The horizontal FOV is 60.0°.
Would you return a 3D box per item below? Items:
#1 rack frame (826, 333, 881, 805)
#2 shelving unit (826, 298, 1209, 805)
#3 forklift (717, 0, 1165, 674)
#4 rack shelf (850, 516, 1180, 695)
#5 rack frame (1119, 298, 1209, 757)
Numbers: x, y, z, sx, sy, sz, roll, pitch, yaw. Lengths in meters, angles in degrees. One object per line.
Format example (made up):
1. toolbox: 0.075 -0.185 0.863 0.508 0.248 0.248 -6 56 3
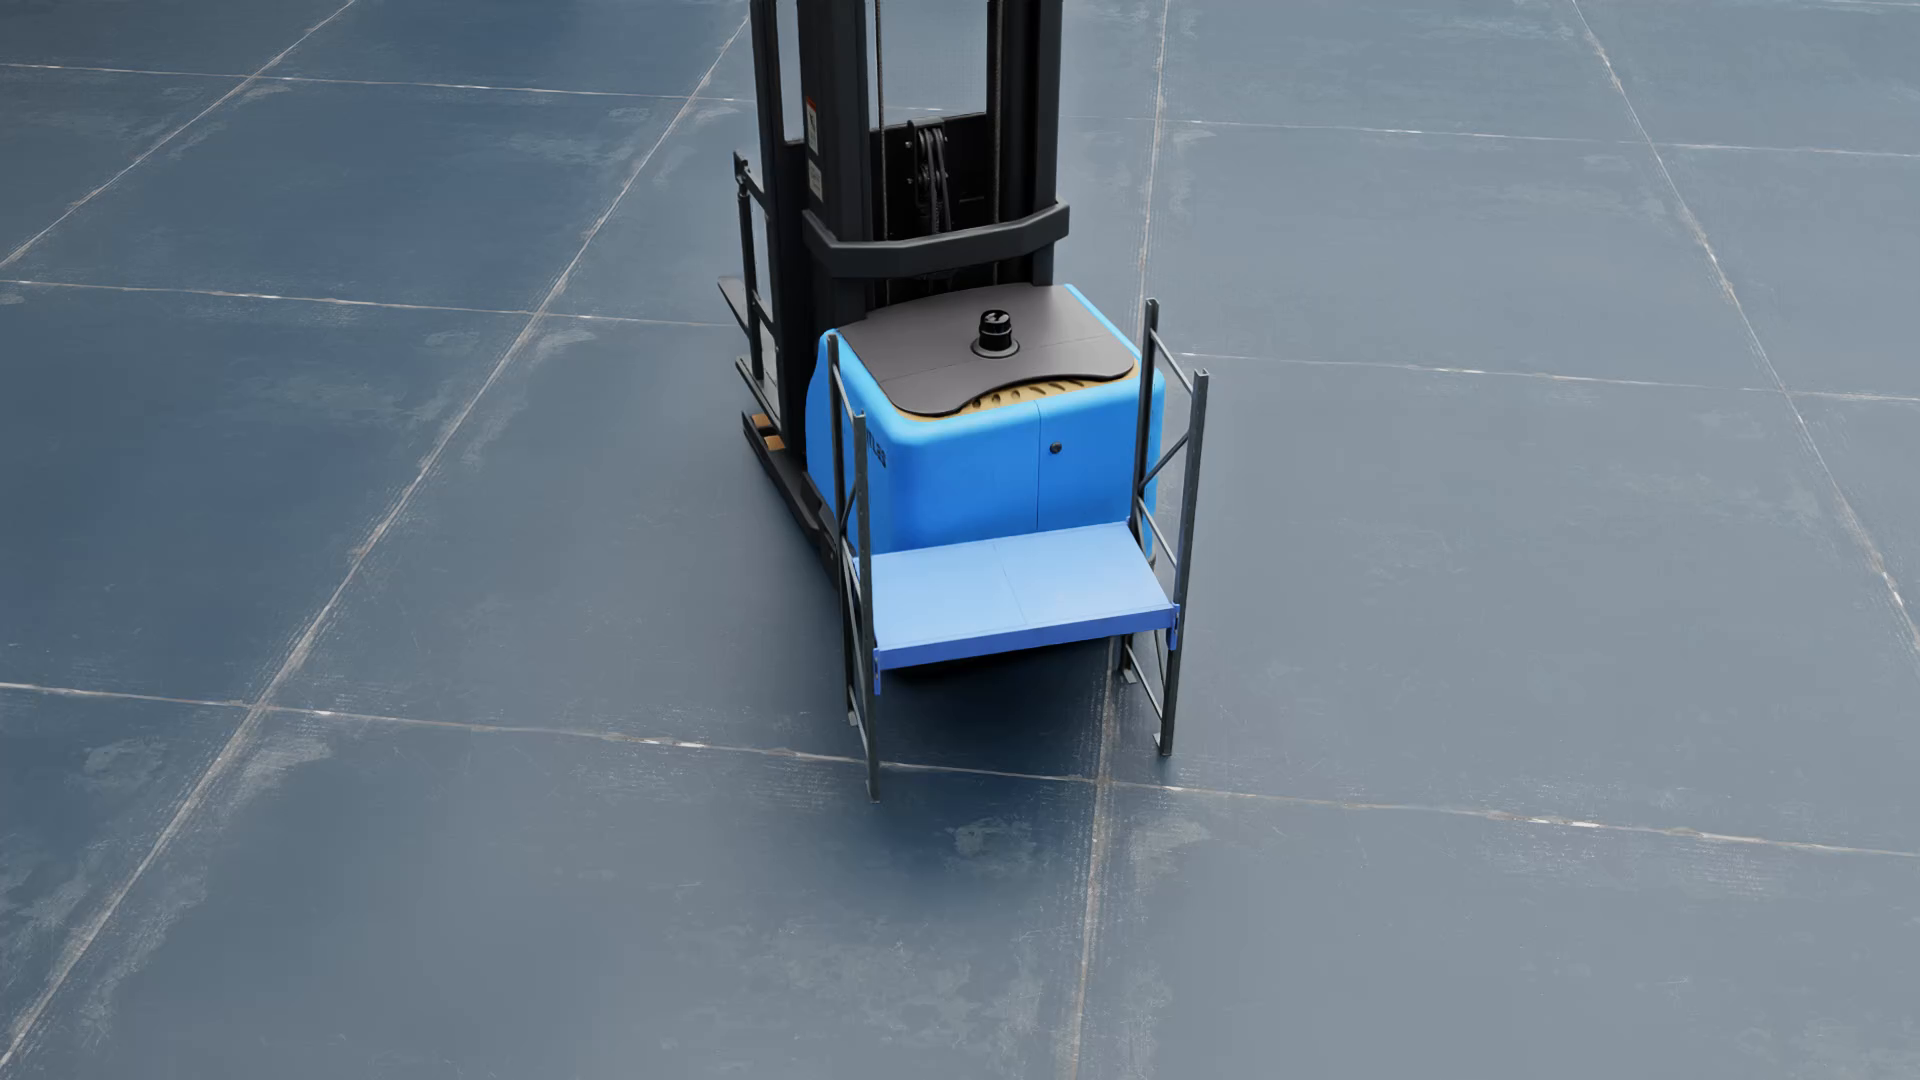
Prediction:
1. rack frame: -0.335 0.124 5.285 0.032 1.500 0.500 -8 36 -11
2. shelving unit: 0.160 0.057 5.379 1.048 1.500 0.538 -8 36 -11
3. forklift: -0.303 -1.564 6.419 1.130 2.935 3.031 -13 38 -18
4. rack shelf: 0.160 0.204 5.483 1.000 0.185 0.538 -8 36 -11
5. rack frame: 0.655 -0.010 5.472 0.032 1.500 0.500 -8 36 -11
